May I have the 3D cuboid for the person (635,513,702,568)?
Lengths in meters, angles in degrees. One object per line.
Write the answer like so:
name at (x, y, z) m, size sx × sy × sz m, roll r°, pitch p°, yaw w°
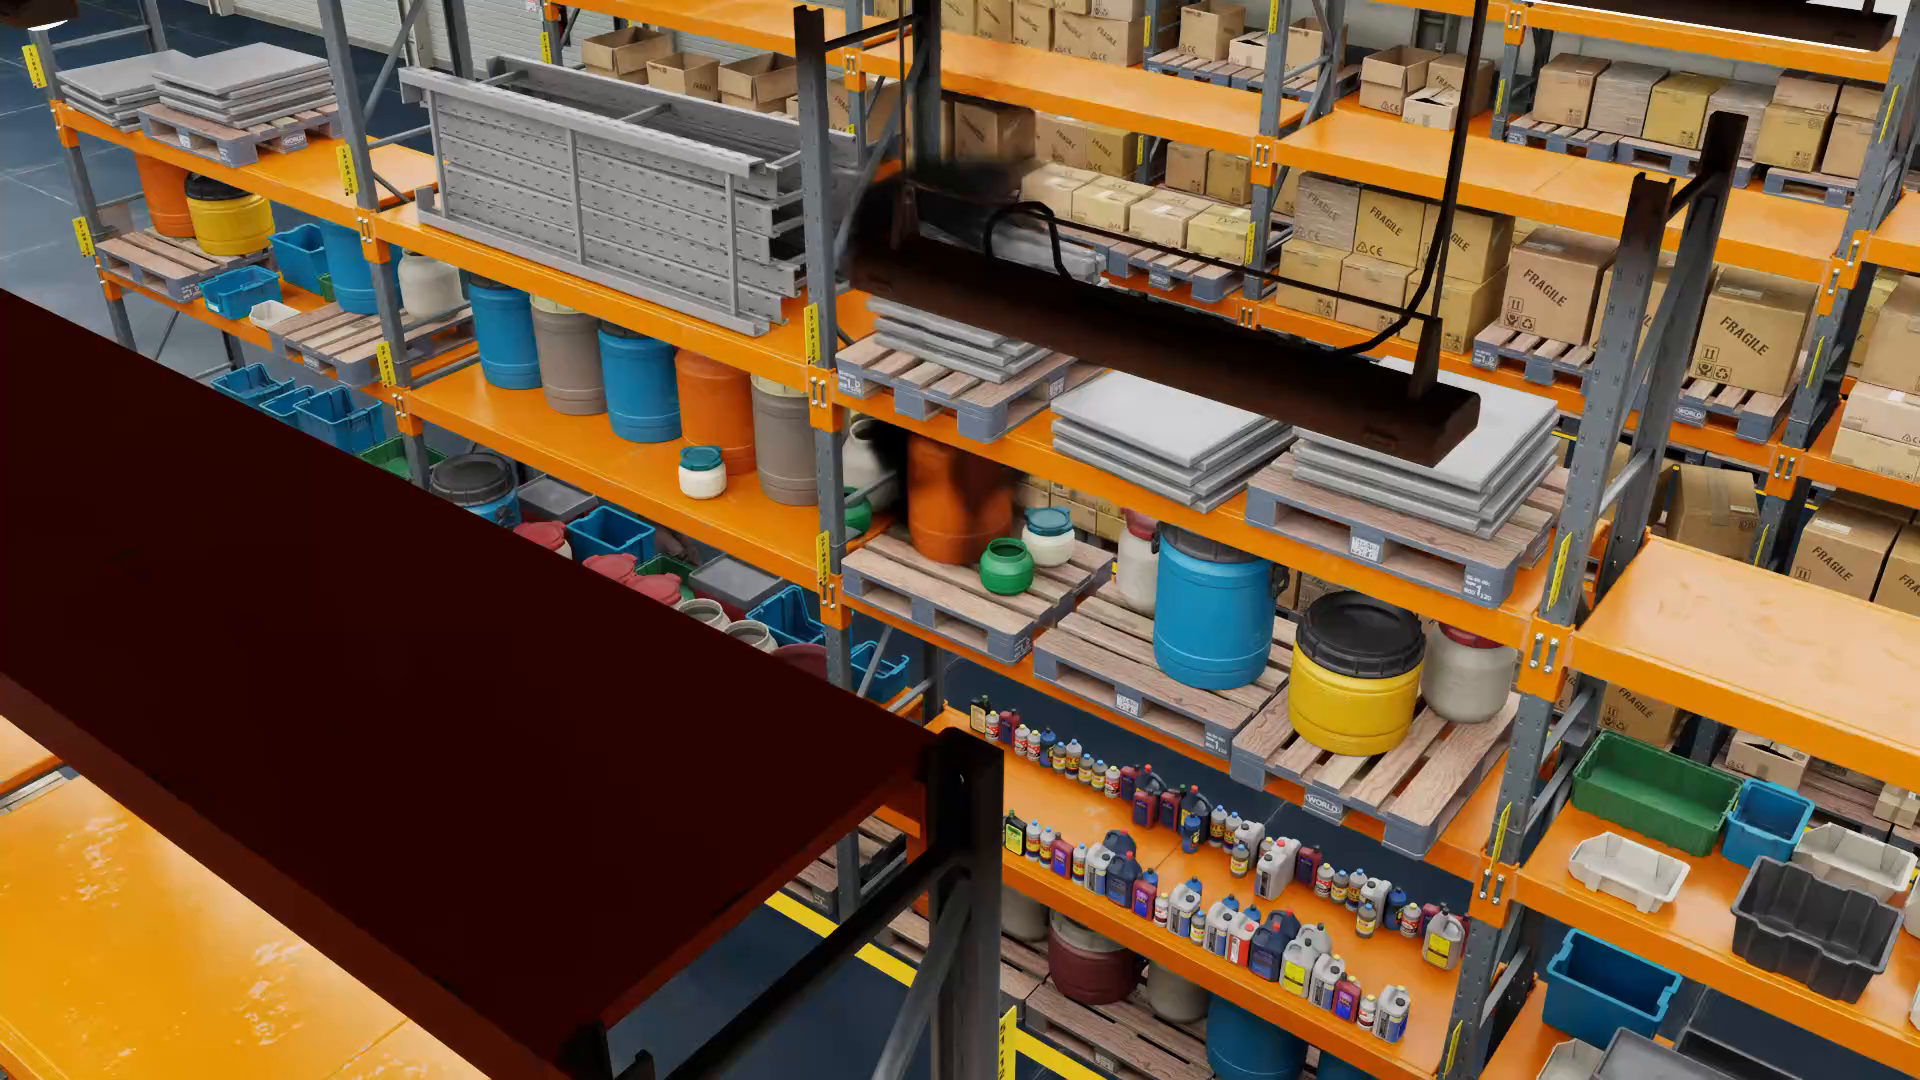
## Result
person at (-2.563, -0.441, 14.374) m, size 0.603 × 1.680 × 0.643 m, roll 14°, pitch 34°, yaw 22°
